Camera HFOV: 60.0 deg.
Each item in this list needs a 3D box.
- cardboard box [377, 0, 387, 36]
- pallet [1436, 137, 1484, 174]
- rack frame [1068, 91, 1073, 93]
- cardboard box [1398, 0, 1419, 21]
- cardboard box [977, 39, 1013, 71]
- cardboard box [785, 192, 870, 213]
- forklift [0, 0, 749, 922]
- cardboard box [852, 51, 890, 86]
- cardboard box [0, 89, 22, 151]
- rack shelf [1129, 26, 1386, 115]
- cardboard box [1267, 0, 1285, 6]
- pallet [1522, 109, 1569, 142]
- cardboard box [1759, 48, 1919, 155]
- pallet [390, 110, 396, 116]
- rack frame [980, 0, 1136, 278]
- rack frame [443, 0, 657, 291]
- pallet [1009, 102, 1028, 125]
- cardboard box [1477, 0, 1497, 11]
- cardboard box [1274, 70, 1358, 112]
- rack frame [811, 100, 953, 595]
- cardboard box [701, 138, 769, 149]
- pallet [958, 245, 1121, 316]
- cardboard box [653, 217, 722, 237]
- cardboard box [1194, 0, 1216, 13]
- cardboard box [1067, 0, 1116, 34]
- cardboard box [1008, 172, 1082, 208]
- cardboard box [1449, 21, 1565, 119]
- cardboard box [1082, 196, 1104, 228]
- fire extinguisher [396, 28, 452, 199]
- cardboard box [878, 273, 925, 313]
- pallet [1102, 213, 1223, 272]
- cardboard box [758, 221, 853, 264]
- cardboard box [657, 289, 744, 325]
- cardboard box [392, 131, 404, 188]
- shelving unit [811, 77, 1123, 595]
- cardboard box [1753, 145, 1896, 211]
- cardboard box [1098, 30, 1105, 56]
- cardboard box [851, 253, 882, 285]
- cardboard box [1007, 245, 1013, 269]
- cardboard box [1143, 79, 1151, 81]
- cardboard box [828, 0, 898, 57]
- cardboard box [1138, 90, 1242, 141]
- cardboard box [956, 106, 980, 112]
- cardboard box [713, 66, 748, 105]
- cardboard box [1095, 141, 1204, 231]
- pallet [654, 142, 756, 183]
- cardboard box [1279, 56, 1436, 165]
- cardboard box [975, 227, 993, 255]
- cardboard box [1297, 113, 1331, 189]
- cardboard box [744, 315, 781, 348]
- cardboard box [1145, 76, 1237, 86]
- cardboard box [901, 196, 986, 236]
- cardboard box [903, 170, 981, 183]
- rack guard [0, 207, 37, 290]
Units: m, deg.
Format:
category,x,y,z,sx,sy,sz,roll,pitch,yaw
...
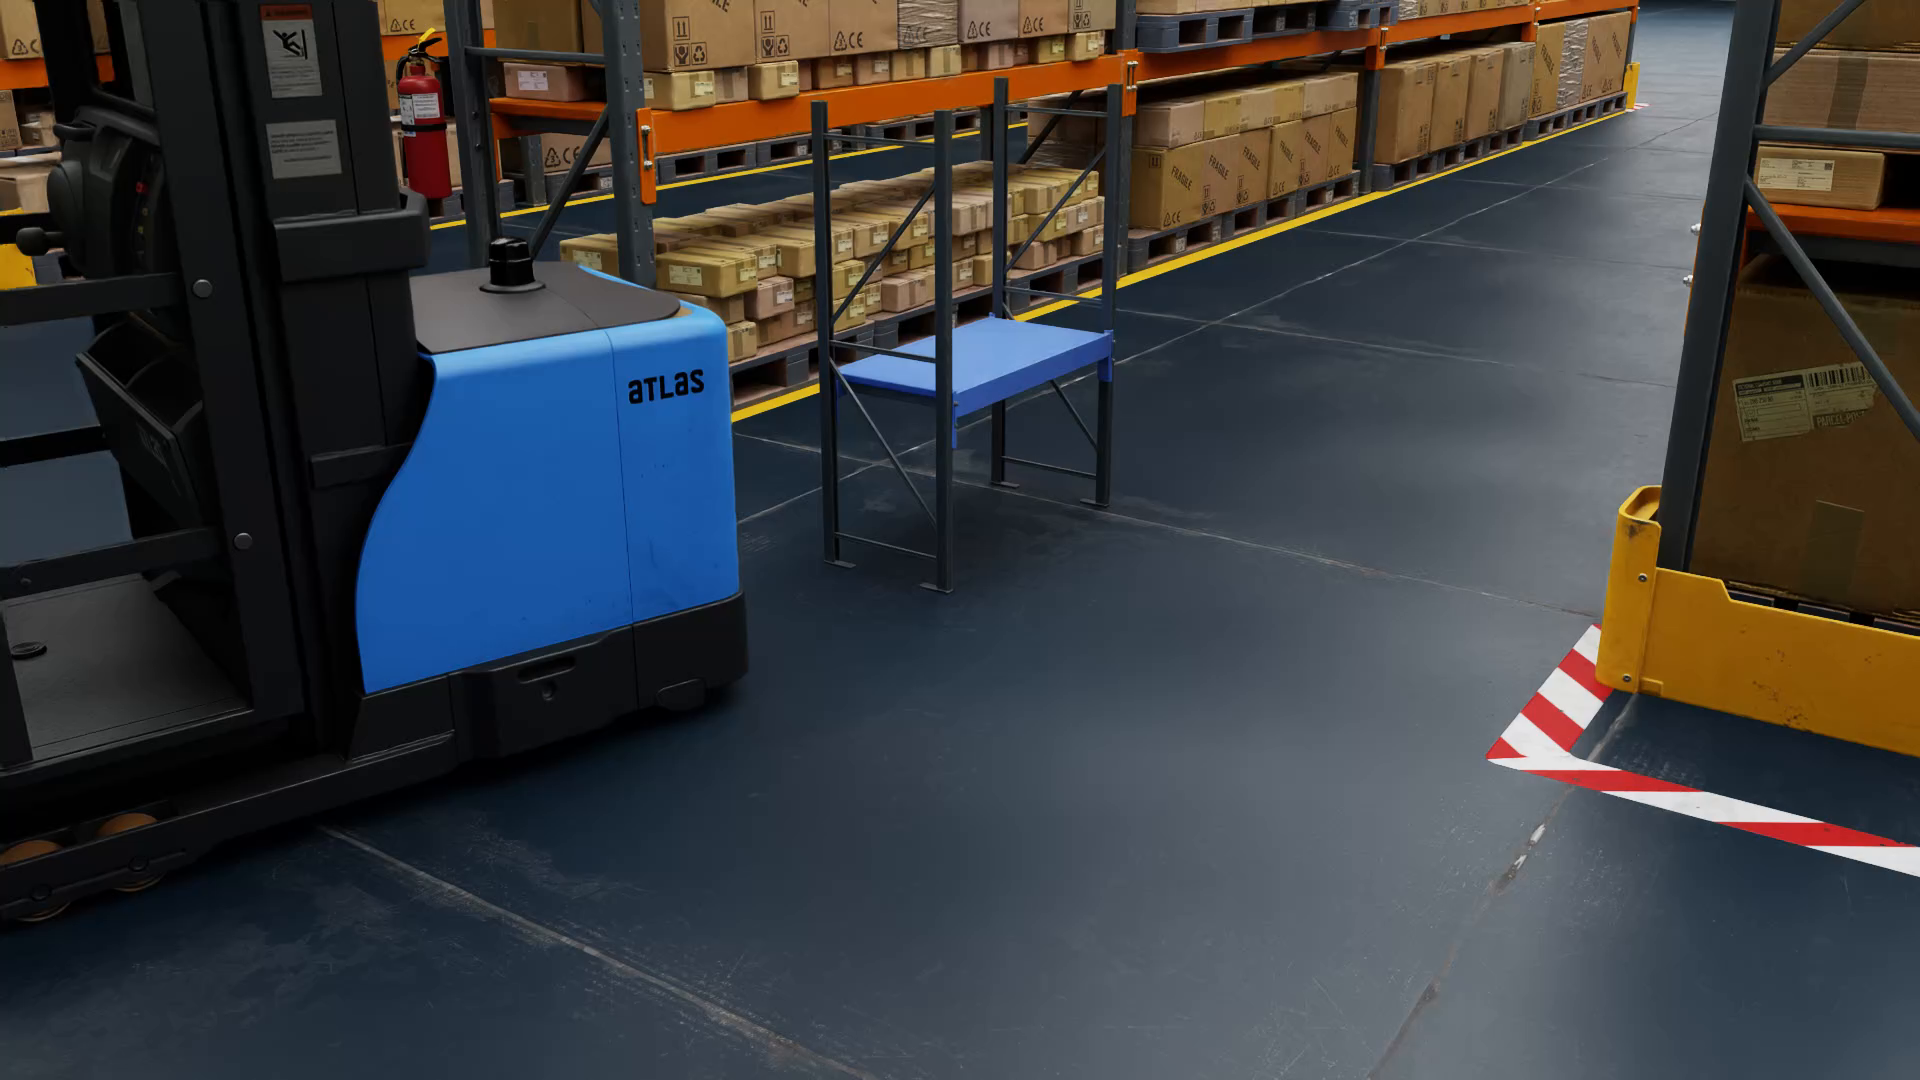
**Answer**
category,x,y,z,sx,sy,sz,roll,pitch,yaw
cardboard box,-4.188,-3.595,11.017,0.500,0.500,0.500,13,24,31
pallet,4.007,-3.491,14.898,1.003,0.211,1.213,13,24,32
rack frame,0.913,-6.322,18.534,1.000,3.000,0.127,13,24,32
cardboard box,3.291,-4.361,13.088,0.500,0.500,0.500,14,24,32
cardboard box,0.052,-2.532,8.649,0.380,0.149,0.250,12,23,30
cardboard box,-0.698,-1.728,8.759,0.380,0.149,0.250,13,24,32
forklift,-2.062,-0.766,3.612,3.031,2.935,1.130,-15,25,-35
cardboard box,-0.557,-2.242,7.863,0.380,0.149,0.250,13,24,31
cardboard box,-8.421,-3.564,14.073,0.700,0.500,0.500,12,24,30
rack shelf,1.691,-3.327,11.473,1.077,0.370,4.000,13,24,32
cardboard box,1.898,-3.569,10.846,0.380,0.149,0.250,13,24,31
pallet,5.556,-4.281,17.035,1.003,0.211,1.213,13,24,32
cardboard box,2.417,-1.207,4.491,0.500,0.250,0.500,13,24,31
pallet,-6.580,-4.278,17.027,1.003,0.211,1.213,13,24,32
rack frame,0.567,-3.091,9.797,1.000,3.000,0.127,13,24,32
rack frame,-1.682,-1.943,6.694,1.000,3.000,0.127,13,24,32
pallet,0.477,-4.791,18.413,1.003,0.211,1.213,13,24,32
cardboard box,4.424,-4.941,14.655,0.500,0.500,0.500,14,24,32
cardboard box,2.648,-3.367,12.462,0.500,0.250,0.500,13,24,31
rack frame,-0.238,-0.582,5.177,0.500,1.500,0.032,13,24,32
cardboard box,-2.297,-3.938,14.545,0.875,0.875,0.875,14,24,32
pallet,0.219,-1.583,9.741,1.003,0.211,1.213,13,24,32
cardboard box,-1.364,-1.443,7.989,0.380,0.149,0.250,13,24,31
cardboard box,1.320,-3.274,10.049,0.380,0.149,0.250,14,24,33
cardboard box,0.529,-3.083,9.204,0.500,0.500,0.500,13,24,32
cardboard box,0.471,-1.996,9.483,0.380,0.149,0.250,14,24,32
cardboard box,5.475,-4.753,16.749,0.875,0.875,0.875,14,24,33
cardboard box,0.653,-1.938,9.755,0.380,0.149,0.250,14,24,33
fire extinguisher,-2.205,-1.750,6.820,0.296,0.674,0.183,13,24,32
cardboard box,-0.398,-1.253,8.332,0.380,0.149,0.250,12,23,29
pallet,1.003,-2.007,10.885,1.003,0.211,1.213,13,24,32
cardboard box,-0.732,-1.403,7.881,0.380,0.149,0.250,12,23,29
cardboard box,-1.175,-1.043,7.335,0.380,0.149,0.250,14,25,34
cardboard box,-4.528,-2.606,11.575,0.875,0.438,0.875,12,24,30
shelving unit,0.048,-0.728,5.571,0.538,1.500,1.048,13,24,32
cardboard box,2.291,-0.995,4.494,0.380,0.149,0.250,14,24,33
cardboard box,0.600,-2.845,9.496,0.380,0.149,0.250,13,24,31
cardboard box,-0.605,-1.345,8.152,0.380,0.149,0.250,12,23,29
cardboard box,0.069,-1.573,9.198,0.380,0.149,0.250,13,24,31
cardboard box,2.055,-5.655,20.086,0.500,0.250,0.500,13,24,31
cardboard box,-0.635,-2.501,7.630,0.500,0.500,0.500,14,24,33
cardboard box,1.498,-2.781,10.876,0.500,0.250,0.500,14,25,33
cardboard box,-0.170,-4.729,17.409,0.950,0.372,0.625,14,25,34
cardboard box,-1.120,-1.935,7.036,0.380,0.149,0.250,14,25,34
cardboard box,1.202,-2.276,10.591,0.500,0.500,0.500,14,25,34
pallet,-2.527,-3.307,14.401,1.003,0.211,1.213,13,24,32
cardboard box,3.232,-3.537,13.642,1.050,0.750,0.750,13,24,31
cardboard box,0.026,-1.648,8.971,0.380,0.149,0.250,14,24,33
cardboard box,2.367,-2.875,12.211,0.500,0.500,0.500,14,25,34
cardboard box,-1.043,-0.982,7.600,0.380,0.149,0.250,13,24,32
cardboard box,1.654,-3.179,11.953,0.500,0.250,0.500,13,24,32
cardboard box,-0.090,-1.688,8.652,0.380,0.149,0.250,12,24,30
cardboard box,-0.103,-2.022,9.553,0.380,0.149,0.250,13,24,31
rack guard,-5.846,-1.700,9.641,1.175,0.500,0.348,13,24,32
